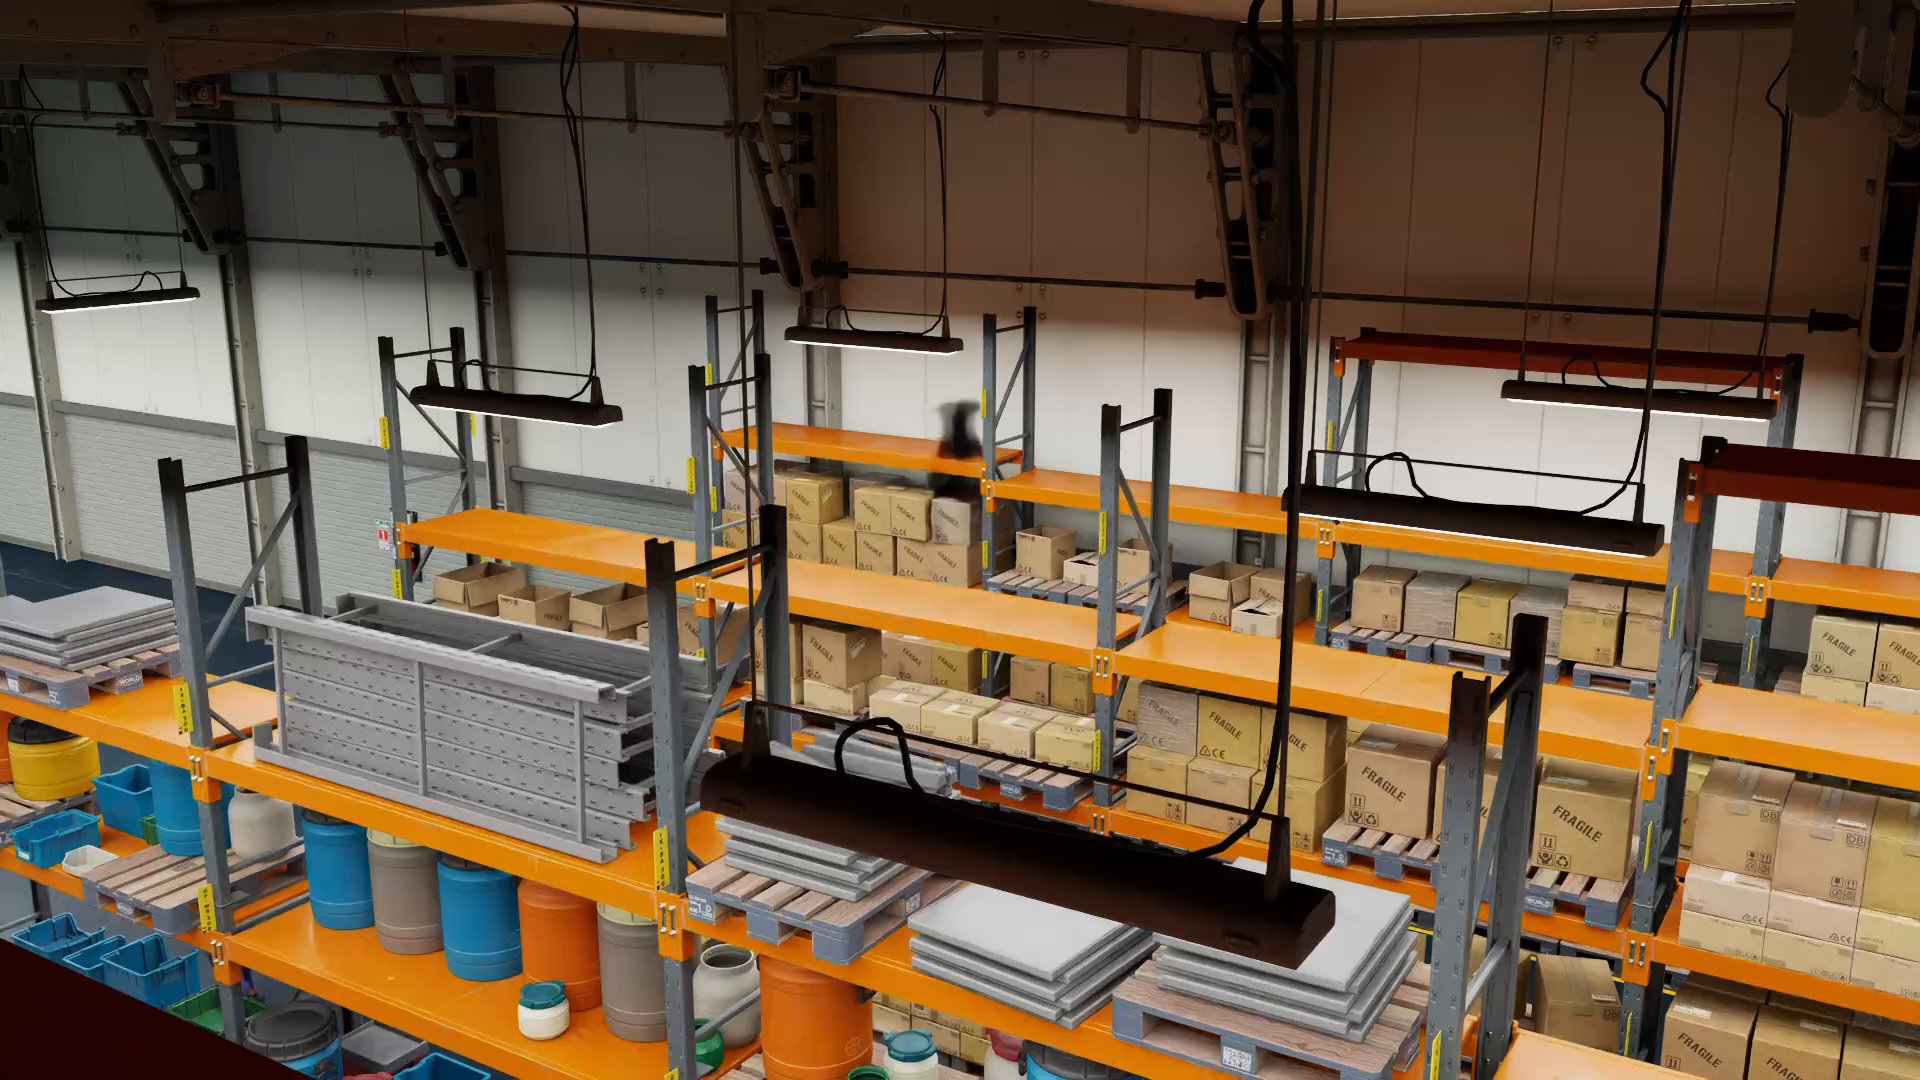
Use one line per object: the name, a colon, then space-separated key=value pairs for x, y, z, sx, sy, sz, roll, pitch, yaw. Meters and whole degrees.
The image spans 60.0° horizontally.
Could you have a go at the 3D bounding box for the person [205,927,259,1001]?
person: x=-6.722 y=3.646 z=15.217 sx=0.665 sy=1.586 sz=0.645 roll=11 pitch=18 yaw=38
